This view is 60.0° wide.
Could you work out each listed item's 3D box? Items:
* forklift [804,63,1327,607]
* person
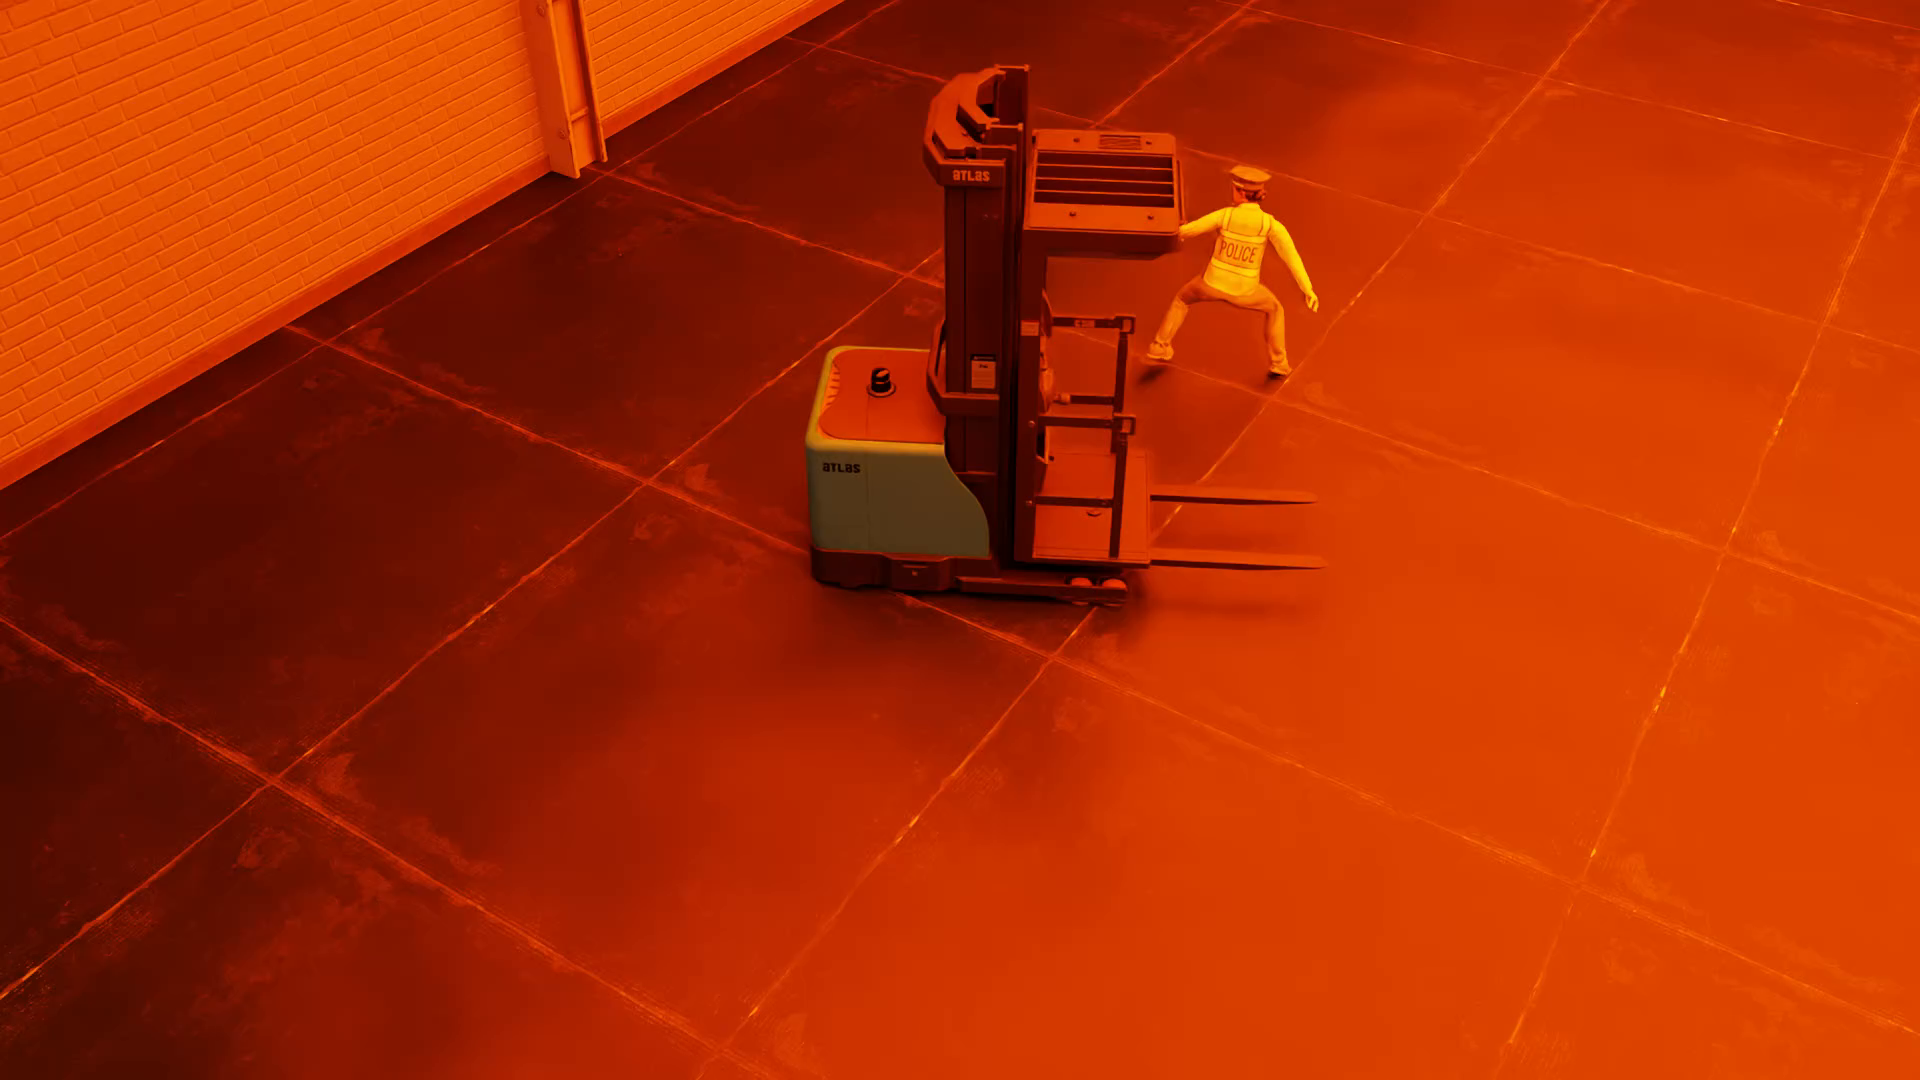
[{"bbox_3d":[0.658,-1.085,9.247,3.031,2.935,1.130,3,40,3],"label":"forklift"},{"bbox_3d":[1.877,-1.720,11.162,1.098,1.589,0.522,12,42,14],"label":"person"}]
